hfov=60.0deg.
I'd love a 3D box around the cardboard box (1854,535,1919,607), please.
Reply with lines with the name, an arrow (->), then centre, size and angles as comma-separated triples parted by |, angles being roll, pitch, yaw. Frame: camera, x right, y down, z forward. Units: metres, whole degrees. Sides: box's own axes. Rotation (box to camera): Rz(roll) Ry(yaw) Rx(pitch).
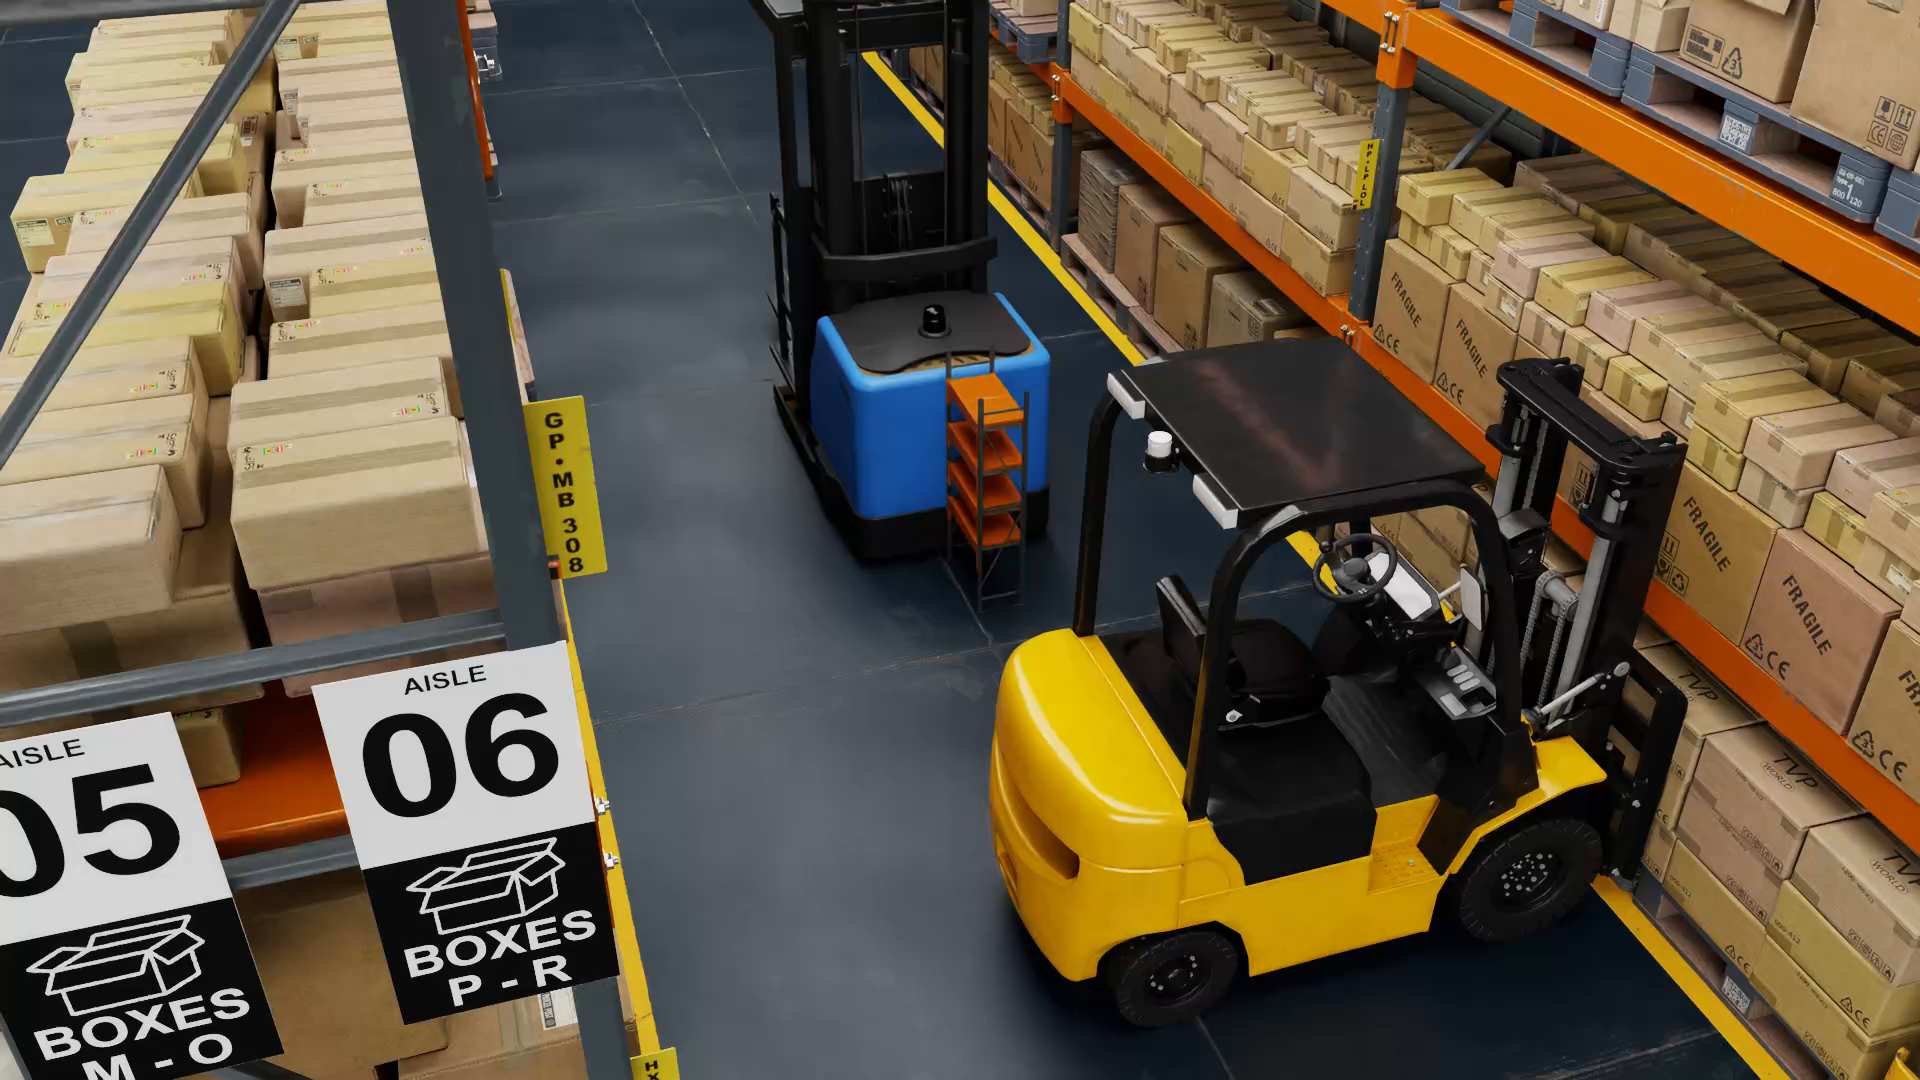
cardboard box -> 3.082, 0.070, 5.244 | 0.380, 0.149, 0.250 | -9, 35, -14

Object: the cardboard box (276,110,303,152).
cardboard box -> -1.676, -1.061, 4.781 | 0.500, 0.250, 0.500 | -11, 35, -16

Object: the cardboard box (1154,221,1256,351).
cardboard box -> 1.731, -1.566, 10.173 | 0.875, 0.625, 0.625 | -11, 35, -17

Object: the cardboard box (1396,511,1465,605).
cardboard box -> 2.371, 0.027, 7.649 | 0.500, 0.250, 0.500 | -10, 35, -15

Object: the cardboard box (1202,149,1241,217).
cardboard box -> 1.678, -1.994, 9.182 | 0.500, 0.250, 0.500 | -10, 35, -14

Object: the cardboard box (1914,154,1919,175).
cardboard box -> 2.963, -1.136, 4.678 | 0.396, 0.266, 0.258 | -10, 35, -15

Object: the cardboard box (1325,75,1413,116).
cardboard box -> 2.202, -2.386, 8.961 | 0.380, 0.149, 0.250 | -10, 35, -15

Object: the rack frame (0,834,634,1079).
rack frame -> -1.144, 1.630, 3.562 | 1.000, 3.000, 0.127 | -10, 35, -15

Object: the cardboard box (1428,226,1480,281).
cardboard box -> 2.289, -1.272, 7.275 | 0.380, 0.149, 0.250 | -9, 35, -14

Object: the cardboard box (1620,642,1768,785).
cardboard box -> 2.820, 0.628, 6.284 | 0.500, 0.250, 0.500 | -10, 35, -14

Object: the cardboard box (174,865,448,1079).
cardboard box -> -1.508, 0.816, 3.527 | 0.700, 0.500, 0.500 | -11, 35, -16

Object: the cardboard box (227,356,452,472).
cardboard box -> -1.150, -0.200, 3.115 | 0.380, 0.149, 0.250 | -10, 35, -15

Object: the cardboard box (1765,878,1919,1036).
cardboard box -> 3.136, 1.354, 5.640 | 0.500, 0.250, 0.500 | -10, 35, -15

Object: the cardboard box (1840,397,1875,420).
cardboard box -> 3.401, -0.428, 5.997 | 0.380, 0.149, 0.250 | -9, 34, -13

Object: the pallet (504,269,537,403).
pallet -> -2.459, -0.816, 7.438 | 1.003, 0.211, 1.213 | -10, 35, -15

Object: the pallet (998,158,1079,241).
pallet -> 0.950, -2.642, 12.557 | 1.003, 0.211, 1.213 | -10, 35, -15

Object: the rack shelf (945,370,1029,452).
rack shelf -> 0.125, -0.615, 7.879 | 0.258, 0.148, 0.480 | -10, 35, -15

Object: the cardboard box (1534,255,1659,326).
cardboard box -> 2.514, -0.987, 6.574 | 0.380, 0.149, 0.250 | -11, 35, -15

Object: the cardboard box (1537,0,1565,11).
cardboard box -> 2.384, -2.260, 6.338 | 0.500, 0.311, 0.500 | -9, 35, -14

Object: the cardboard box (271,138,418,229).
cardboard box -> -1.492, -0.874, 4.136 | 0.380, 0.149, 0.250 | -9, 35, -14

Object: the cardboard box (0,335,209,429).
cardboard box -> -1.666, -0.250, 3.191 | 0.380, 0.149, 0.250 | -10, 35, -15

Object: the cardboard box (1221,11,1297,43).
cardboard box -> 1.788, -3.050, 9.966 | 0.380, 0.149, 0.250 | -10, 35, -15

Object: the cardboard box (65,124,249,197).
cardboard box -> -2.026, -0.927, 4.216 | 0.380, 0.149, 0.250 | -9, 35, -14

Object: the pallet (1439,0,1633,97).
pallet -> 2.647, -2.078, 6.533 | 1.003, 0.211, 1.213 | -10, 35, -15

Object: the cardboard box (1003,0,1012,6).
cardboard box -> 0.512, -4.019, 11.866 | 0.500, 0.250, 0.500 | -12, 35, -17

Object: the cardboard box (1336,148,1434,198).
cardboard box -> 2.046, -1.761, 8.015 | 0.380, 0.149, 0.250 | -9, 34, -13

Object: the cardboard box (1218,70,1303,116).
cardboard box -> 1.628, -2.427, 9.023 | 0.380, 0.149, 0.250 | -10, 35, -14

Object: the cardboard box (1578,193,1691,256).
cardboard box -> 2.878, -1.351, 7.125 | 0.380, 0.149, 0.250 | -10, 35, -15

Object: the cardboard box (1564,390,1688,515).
cardboard box -> 2.712, -0.268, 6.343 | 0.500, 0.500, 0.500 | -10, 35, -14

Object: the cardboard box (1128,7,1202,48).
cardboard box -> 1.236, -3.097, 10.036 | 0.380, 0.149, 0.250 | -10, 35, -14

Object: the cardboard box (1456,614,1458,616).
cardboard box -> 2.535, 0.506, 7.377 | 0.500, 0.250, 0.500 | -9, 35, -14

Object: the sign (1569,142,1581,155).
sign -> 2.890, -1.795, 7.889 | 0.100, 0.325, 0.005 | -10, 35, -15

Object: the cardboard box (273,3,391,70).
cardboard box -> -1.913, -1.544, 5.150 | 0.380, 0.149, 0.250 | -9, 35, -14

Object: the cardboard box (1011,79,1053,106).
cardboard box -> 0.599, -3.310, 12.337 | 0.380, 0.149, 0.250 | -11, 35, -16

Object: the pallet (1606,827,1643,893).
pallet -> 2.940, 0.923, 7.162 | 1.003, 0.211, 1.213 | -10, 35, -15

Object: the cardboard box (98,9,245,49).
cardboard box -> -2.472, -1.598, 5.231 | 0.380, 0.149, 0.250 | -9, 35, -13

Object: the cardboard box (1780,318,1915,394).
cardboard box -> 3.239, -0.672, 6.098 | 0.380, 0.149, 0.250 | -10, 35, -14

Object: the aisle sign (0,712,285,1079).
aisle sign -> -1.401, 0.627, 2.723 | 0.394, 0.787, 0.004 | -10, 35, -15

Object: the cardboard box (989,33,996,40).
cardboard box -> 0.236, -4.002, 13.383 | 0.380, 0.149, 0.250 | -9, 34, -13

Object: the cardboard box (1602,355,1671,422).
cardboard box -> 2.661, -0.592, 6.247 | 0.380, 0.149, 0.250 | -11, 35, -16

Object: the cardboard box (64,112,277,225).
cardboard box -> -2.184, -0.972, 4.645 | 0.500, 0.250, 0.500 | -10, 35, -14

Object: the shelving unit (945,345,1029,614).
shelving unit -> 0.125, -0.287, 8.096 | 0.258, 1.200, 0.503 | -10, 35, -15

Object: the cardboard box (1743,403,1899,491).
cardboard box -> 2.871, -0.314, 5.556 | 0.380, 0.149, 0.250 | -9, 35, -14

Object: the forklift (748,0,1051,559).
forklift -> -0.470, -1.934, 9.019 | 1.130, 2.935, 3.031 | -10, 35, -15

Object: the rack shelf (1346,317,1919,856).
rack shelf -> 2.972, 0.043, 6.616 | 1.077, 0.370, 4.000 | -10, 35, -15

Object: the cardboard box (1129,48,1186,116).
cardboard box -> 1.339, -2.738, 9.855 | 0.500, 0.250, 0.500 | -11, 35, -16
